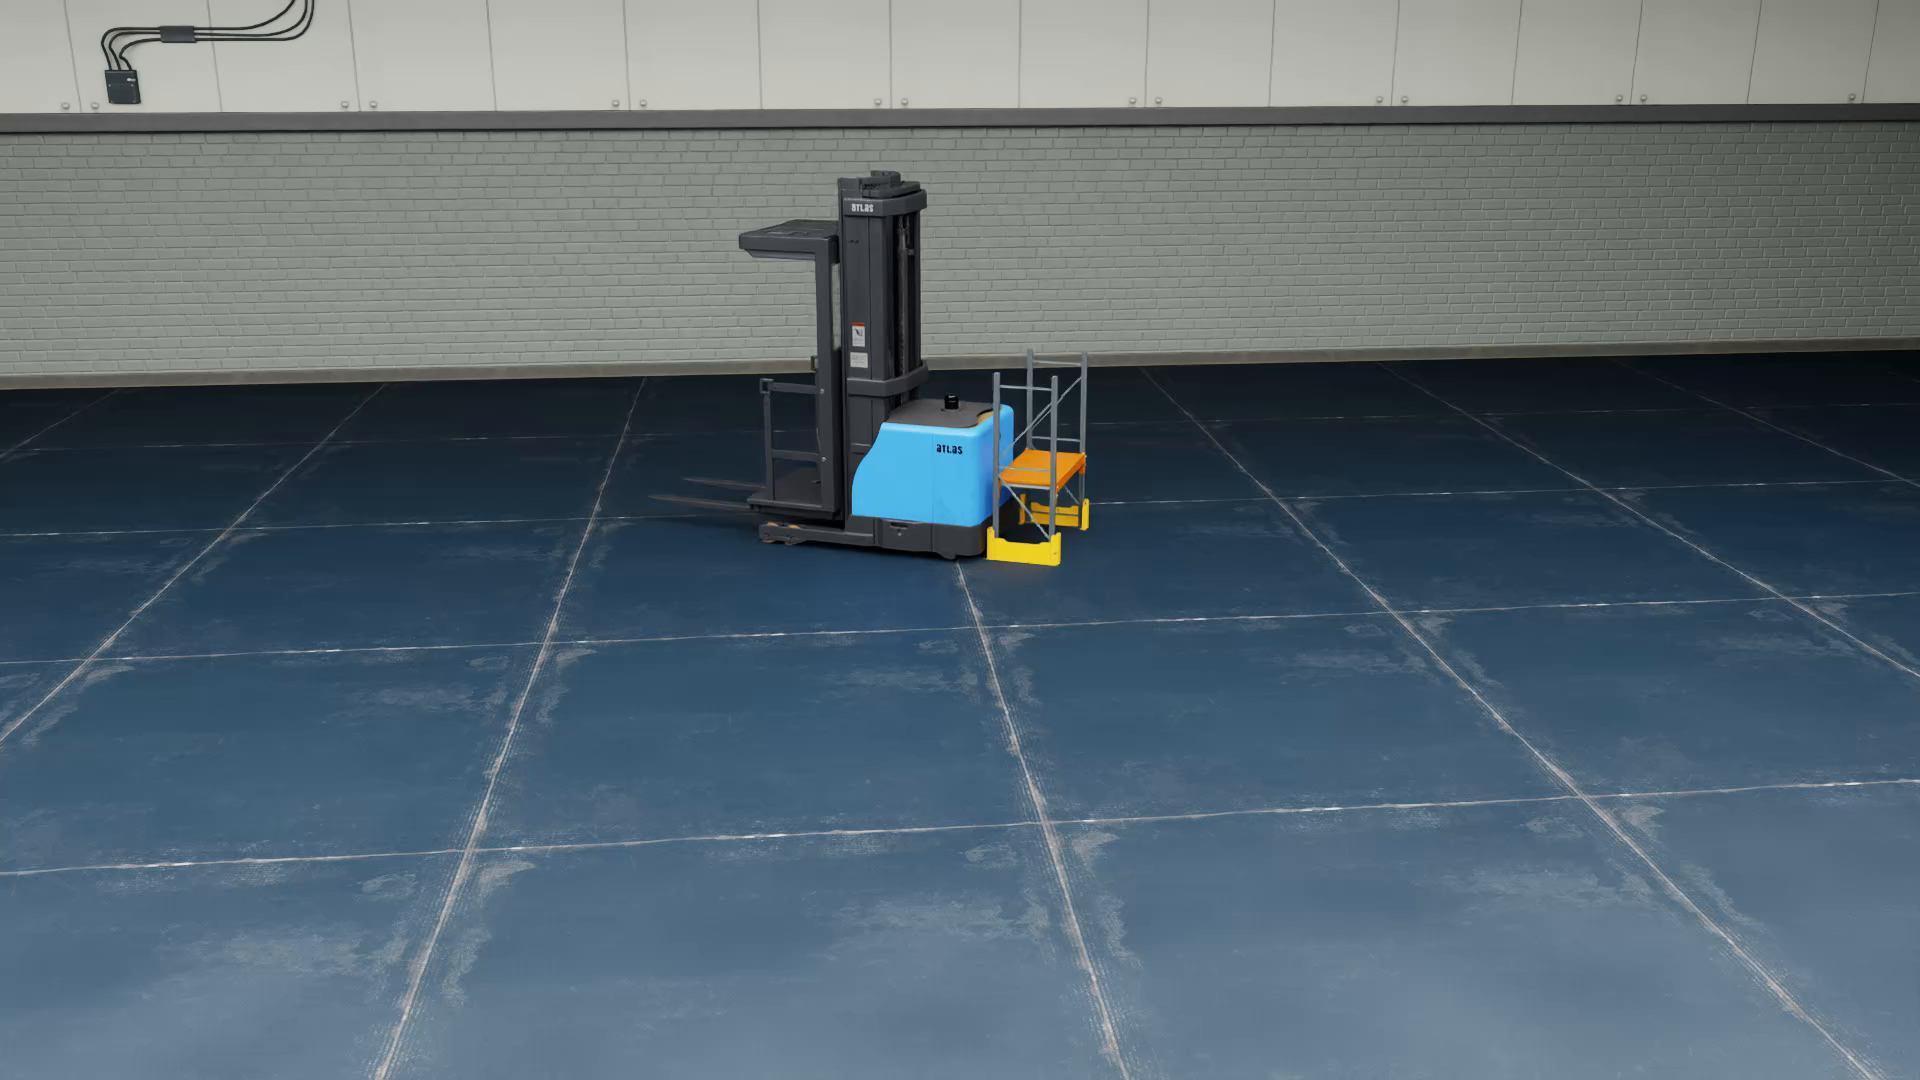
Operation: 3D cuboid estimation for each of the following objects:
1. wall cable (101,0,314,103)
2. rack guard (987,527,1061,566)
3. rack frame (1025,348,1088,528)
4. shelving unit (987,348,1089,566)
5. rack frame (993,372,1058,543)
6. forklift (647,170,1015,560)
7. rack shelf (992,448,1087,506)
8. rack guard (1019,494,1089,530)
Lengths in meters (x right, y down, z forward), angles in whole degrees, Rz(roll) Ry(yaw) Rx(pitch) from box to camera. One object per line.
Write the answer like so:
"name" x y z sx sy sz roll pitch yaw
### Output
"wall cable" -8.248 -7.729 17.596 2.305 6.003 0.169 -2 18 -6
"rack guard" 0.502 0.049 13.104 0.587 0.250 0.087 5 18 16
"rack frame" 0.798 -0.838 13.843 0.500 1.500 0.032 5 18 16
"shelving unit" 0.647 -0.690 13.371 0.587 1.500 1.083 5 18 16
"rack frame" 0.502 -0.547 12.915 0.500 1.500 0.032 5 18 16
"forklift" -1.120 -1.494 13.543 3.031 2.935 1.130 6 18 18
"rack shelf" 0.650 -0.521 13.433 0.538 0.185 1.000 5 18 16
"rack guard" 0.792 -0.236 14.013 0.587 0.250 0.087 5 18 16
